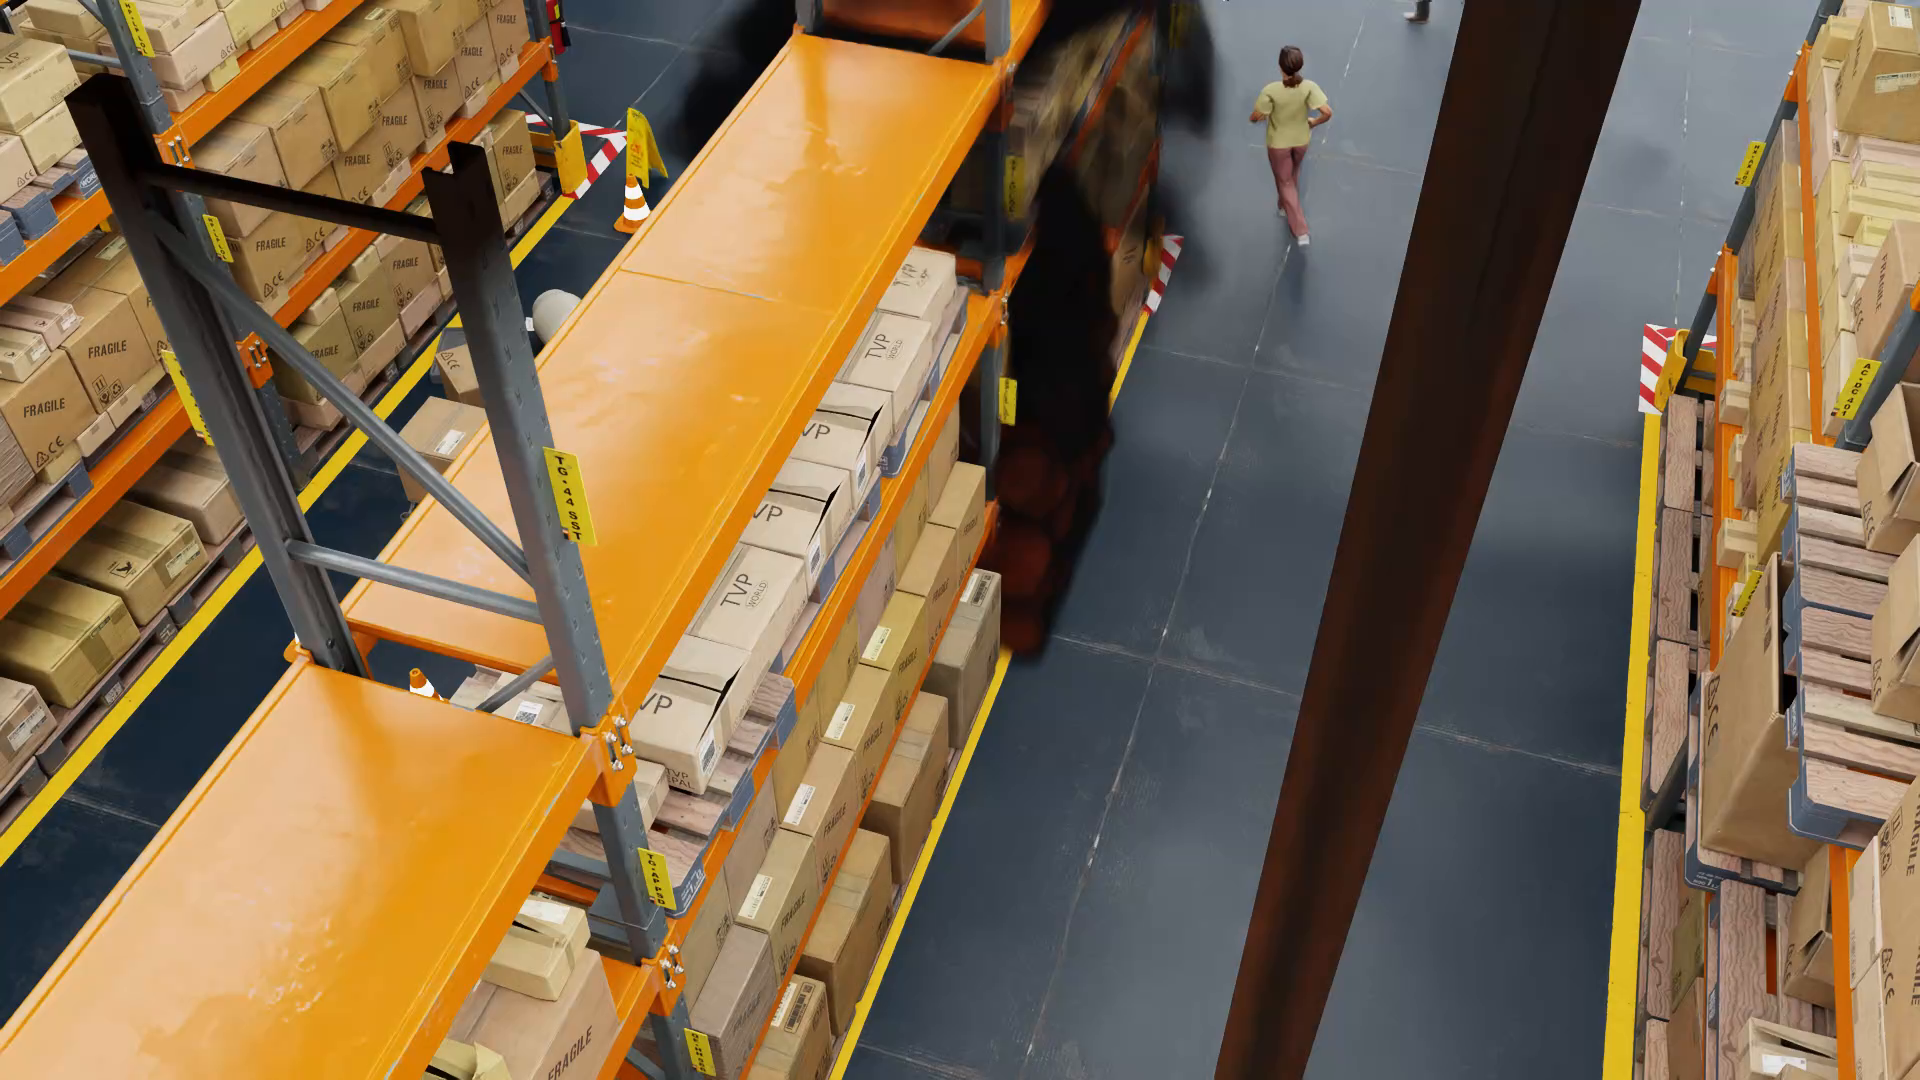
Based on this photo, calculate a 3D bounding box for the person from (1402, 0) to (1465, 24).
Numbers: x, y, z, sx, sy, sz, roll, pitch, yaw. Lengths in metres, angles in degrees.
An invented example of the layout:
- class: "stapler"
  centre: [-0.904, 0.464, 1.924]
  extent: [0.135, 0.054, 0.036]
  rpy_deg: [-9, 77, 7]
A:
- class: "person"
  centre: [4.546, -5.416, 15.333]
  extent: [0.572, 1.619, 0.803]
  rpy_deg: [-25, 51, -23]

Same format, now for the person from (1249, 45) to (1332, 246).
- class: "person"
  centre: [2.508, -3.056, 12.953]
  extent: [0.595, 1.666, 0.909]
  rpy_deg: [-6, 46, -6]
